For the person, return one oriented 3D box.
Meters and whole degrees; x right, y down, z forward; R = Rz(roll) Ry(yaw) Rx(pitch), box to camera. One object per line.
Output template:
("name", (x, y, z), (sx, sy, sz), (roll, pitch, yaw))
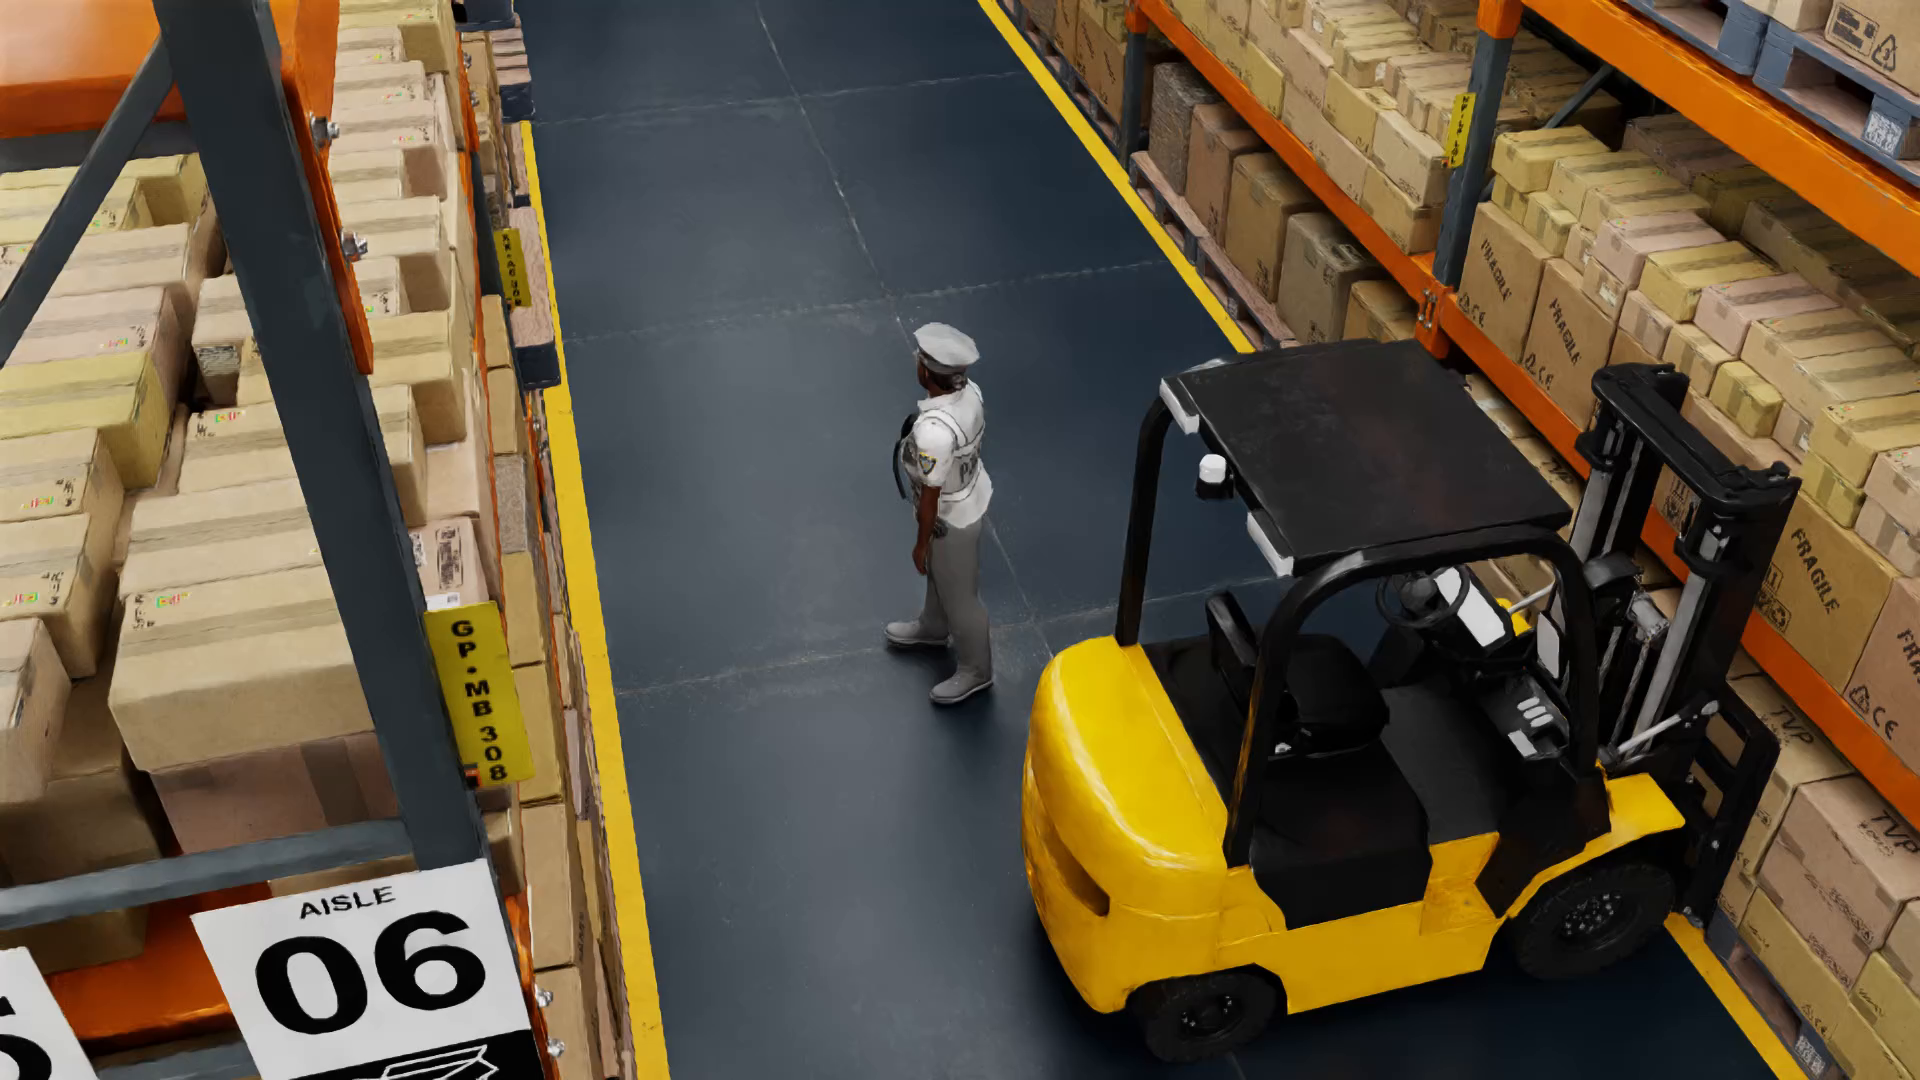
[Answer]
("person", (-0.092, -0.127, 6.829), (0.541, 1.670, 0.559), (8, 39, 10))
